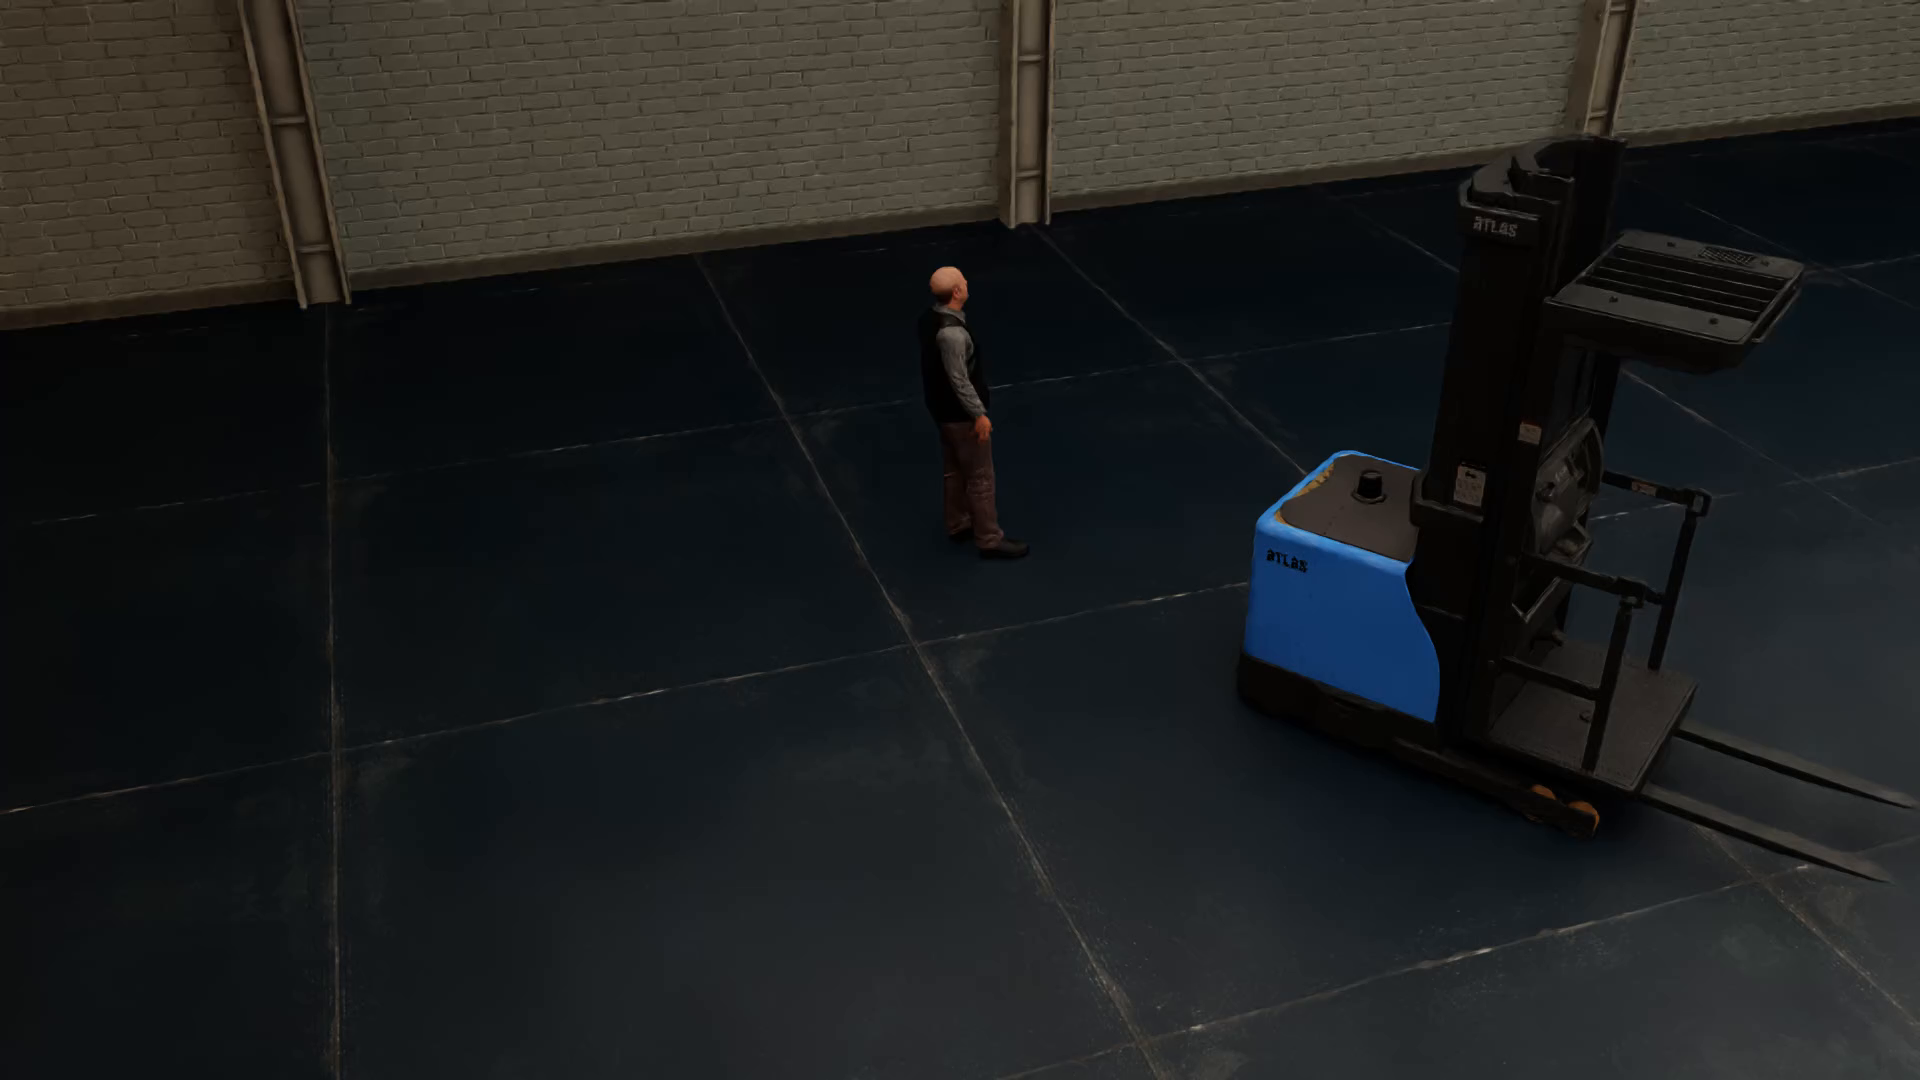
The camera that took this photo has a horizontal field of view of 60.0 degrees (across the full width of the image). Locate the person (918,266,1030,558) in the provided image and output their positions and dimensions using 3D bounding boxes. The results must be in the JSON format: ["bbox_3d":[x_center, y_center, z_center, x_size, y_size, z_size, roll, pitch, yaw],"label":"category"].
[{"bbox_3d":[0.062,-0.758,9.604,0.567,1.720,0.632,-10,31,-16],"label":"person"}]

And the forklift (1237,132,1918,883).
[{"bbox_3d":[2.916,-0.204,7.442,3.031,2.935,1.130,20,35,31],"label":"forklift"}]
